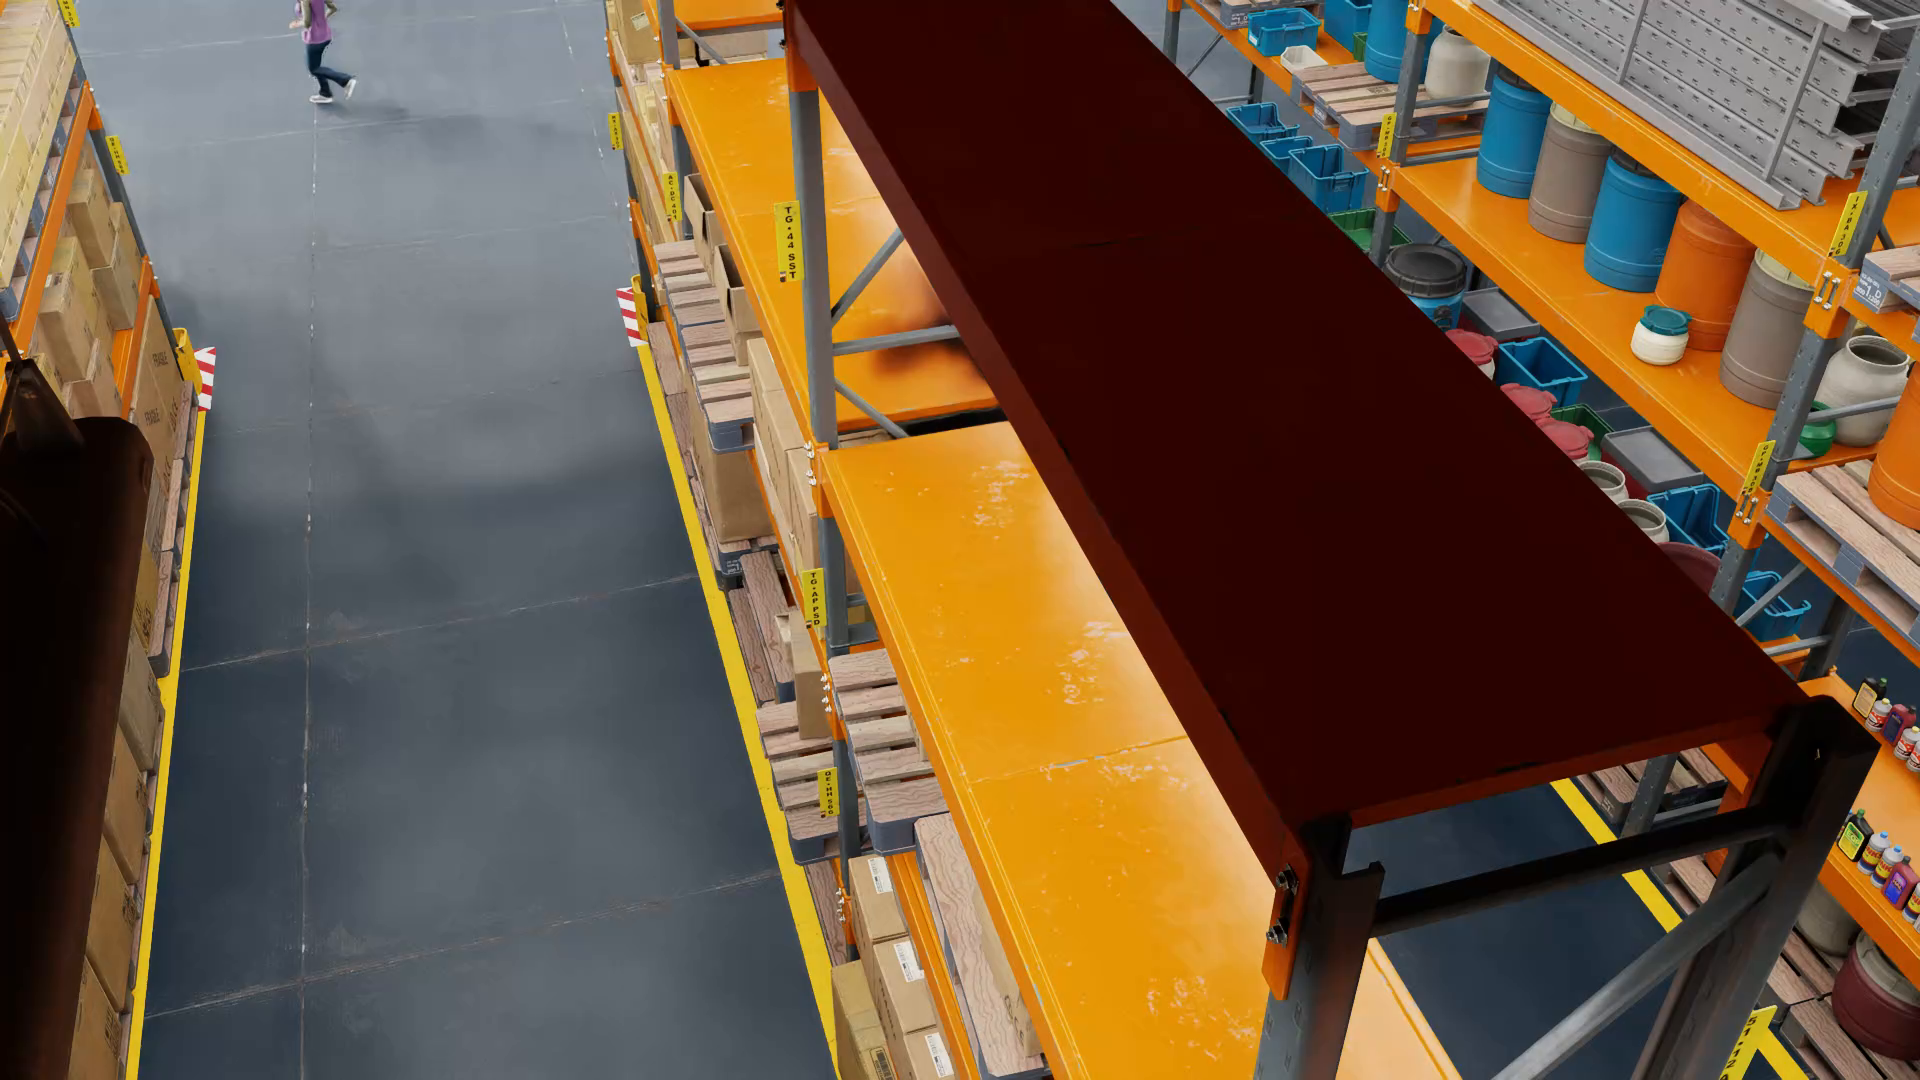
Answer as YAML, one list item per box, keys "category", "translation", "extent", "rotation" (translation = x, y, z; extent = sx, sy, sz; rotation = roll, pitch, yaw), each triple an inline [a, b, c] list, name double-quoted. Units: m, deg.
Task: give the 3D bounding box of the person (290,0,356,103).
- category: "person"
  translation: [-7.173, -5.647, 18.700]
  extent: [0.680, 1.553, 0.542]
  rotation: [7, 39, 9]
